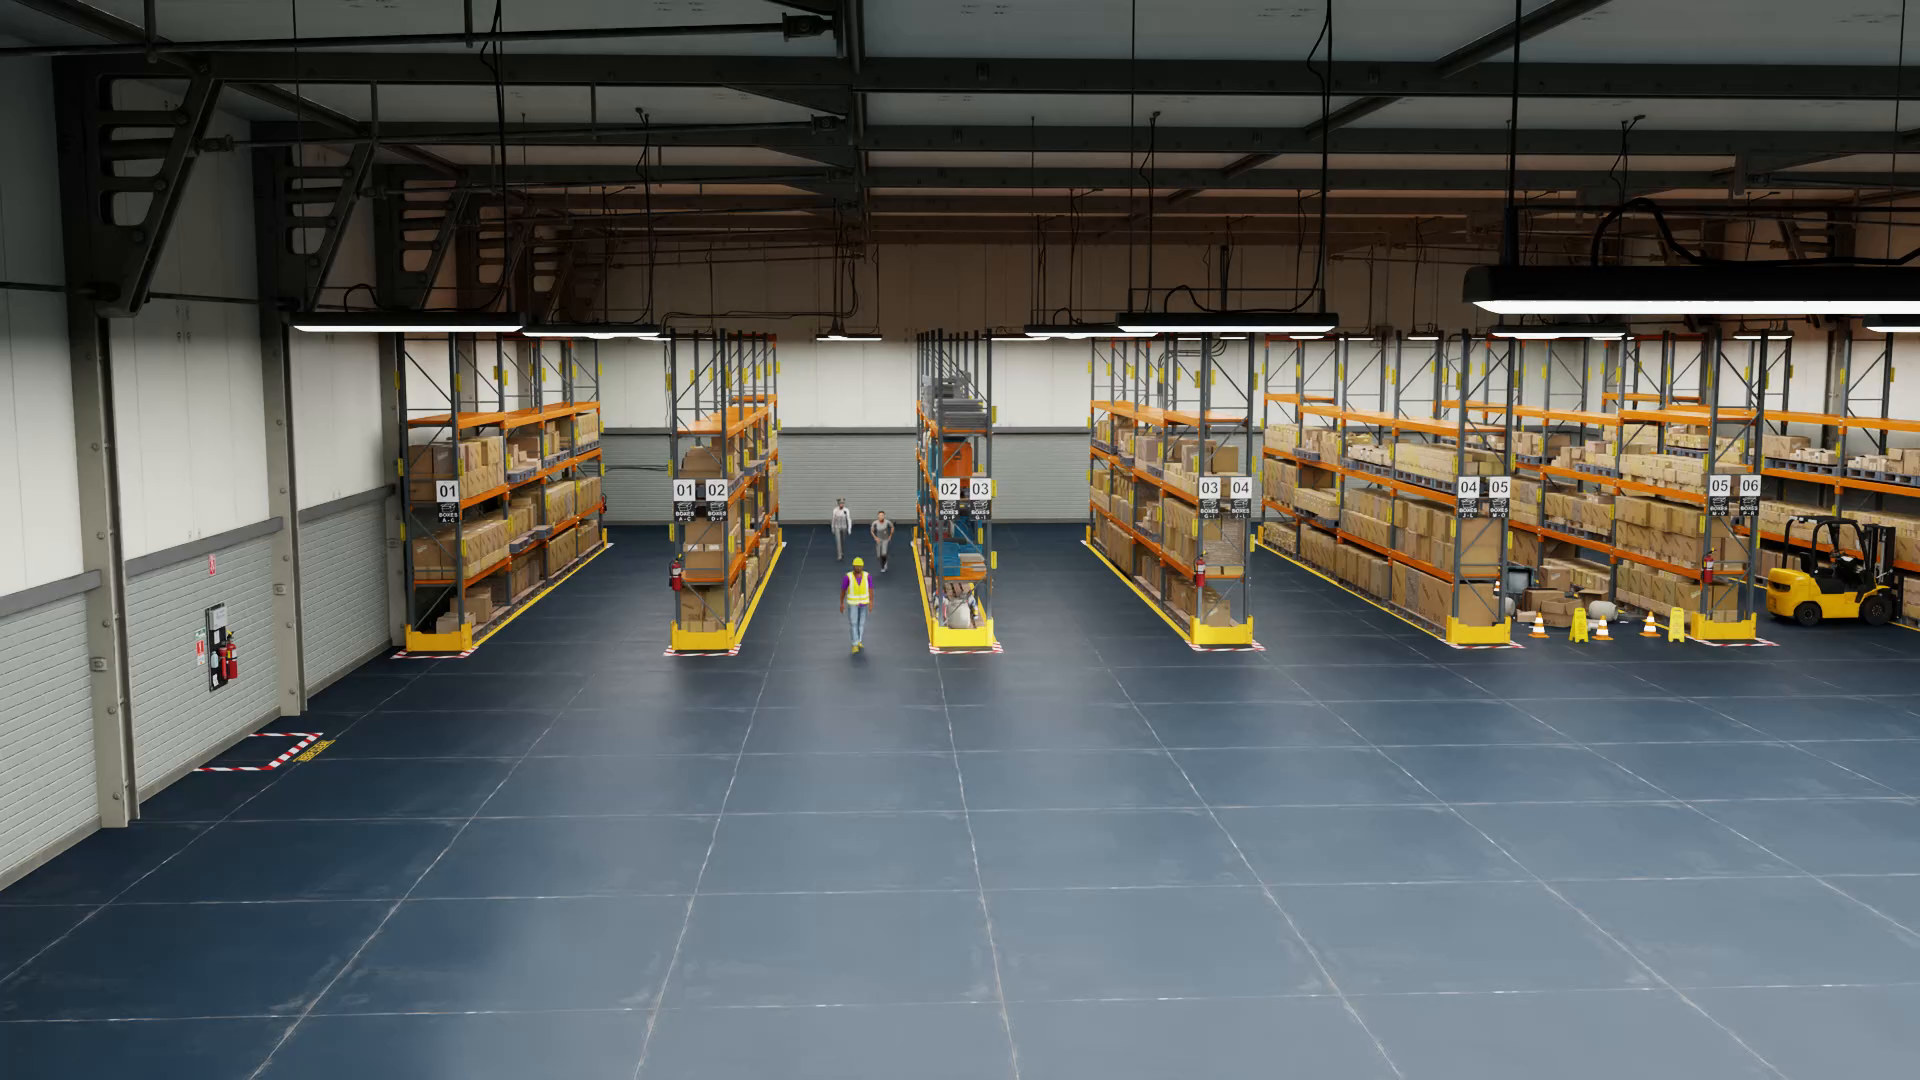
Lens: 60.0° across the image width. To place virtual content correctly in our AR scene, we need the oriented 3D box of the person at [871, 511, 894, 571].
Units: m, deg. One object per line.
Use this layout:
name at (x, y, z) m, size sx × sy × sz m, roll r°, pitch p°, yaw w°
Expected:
person at (-1.938, 0.036, 41.763) m, size 0.570 × 1.557 × 0.695 m, roll 1°, pitch 7°, yaw 7°

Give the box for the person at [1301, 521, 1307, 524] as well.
person at (10.877, -1.213, 51.745) m, size 0.997 × 1.685 × 0.536 m, roll -2°, pitch 7°, yaw -20°

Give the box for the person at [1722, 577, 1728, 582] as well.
person at (17.819, 0.278, 39.003) m, size 0.526 × 1.792 × 0.683 m, roll -2°, pitch 7°, yaw -16°

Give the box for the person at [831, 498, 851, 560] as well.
person at (-3.154, -0.322, 44.358) m, size 0.504 × 1.611 × 1.060 m, roll -2°, pitch 7°, yaw -14°

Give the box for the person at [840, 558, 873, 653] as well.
person at (-1.928, 1.182, 31.121) m, size 0.609 × 1.715 × 0.795 m, roll -3°, pitch 7°, yaw -20°
